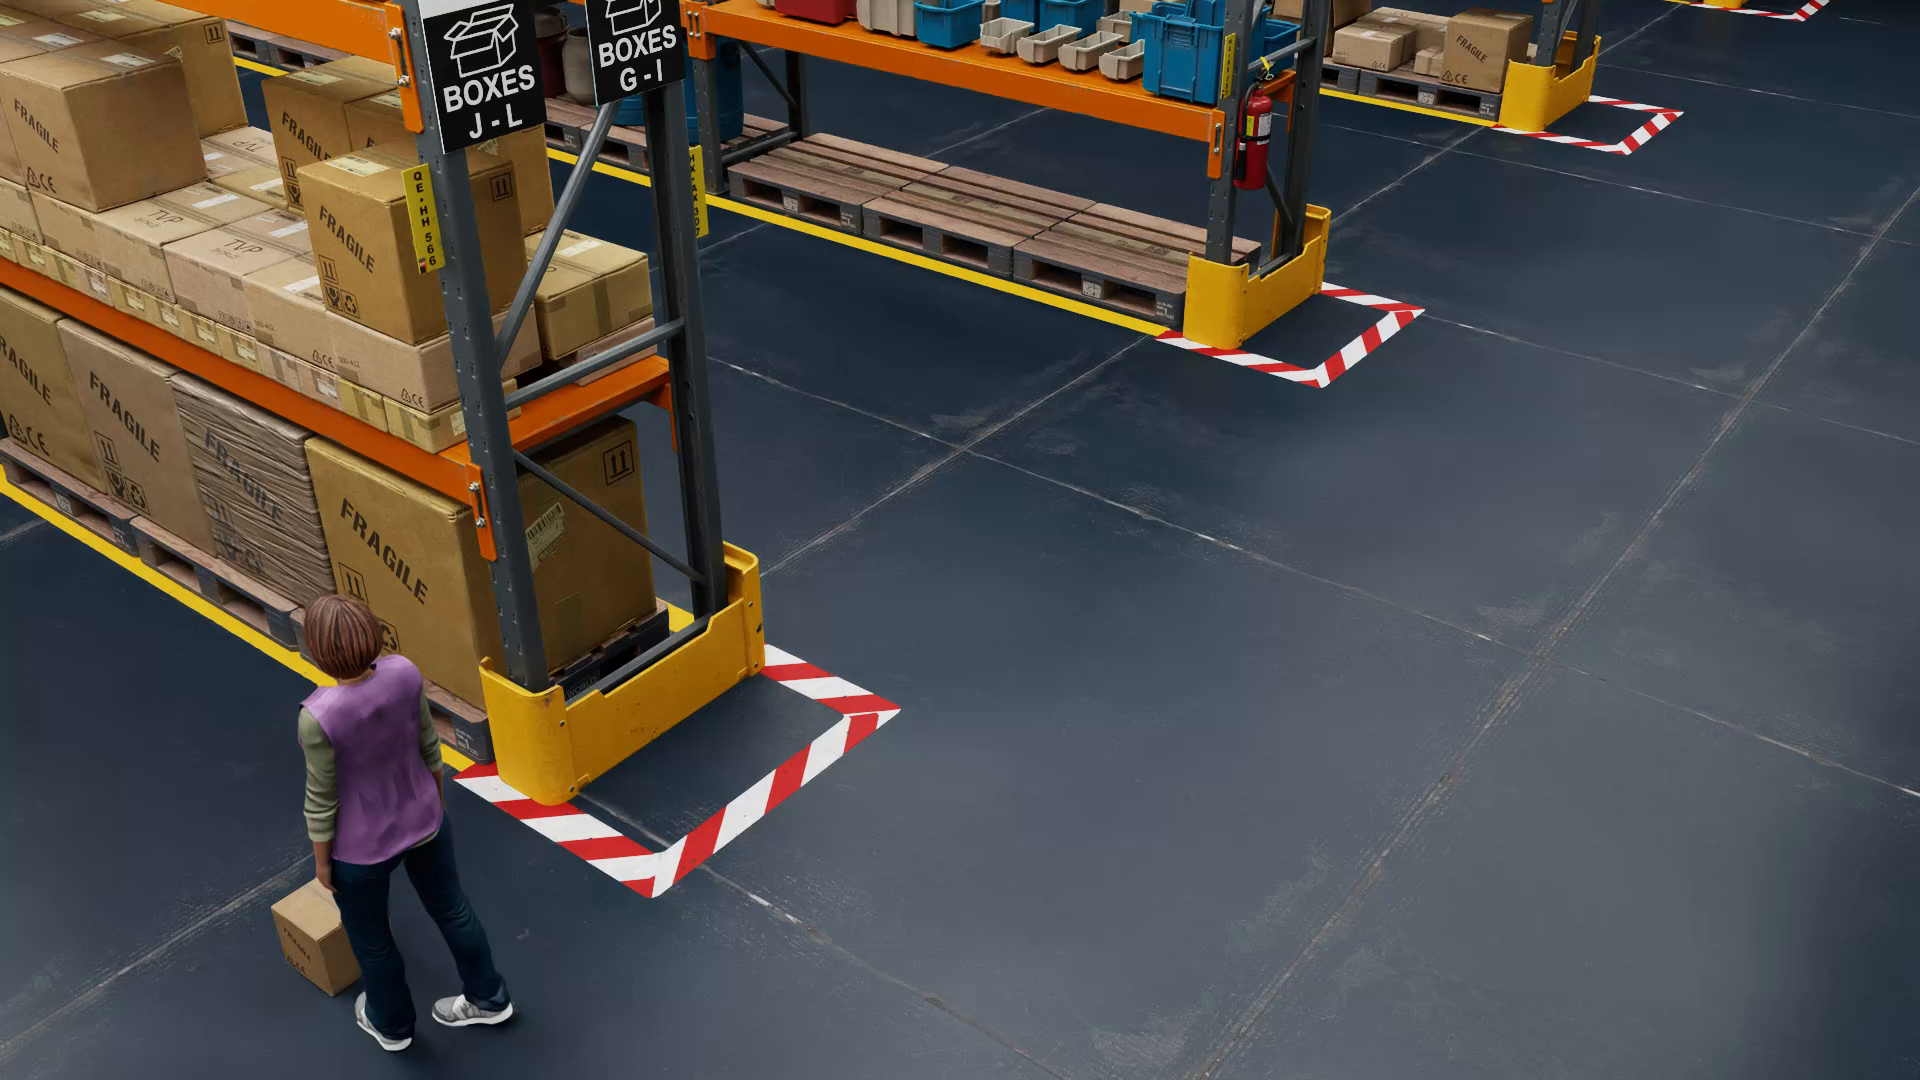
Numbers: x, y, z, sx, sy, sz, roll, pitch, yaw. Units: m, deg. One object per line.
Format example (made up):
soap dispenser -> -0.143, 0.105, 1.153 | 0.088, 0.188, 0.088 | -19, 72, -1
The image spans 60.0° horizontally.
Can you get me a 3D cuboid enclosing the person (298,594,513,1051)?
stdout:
person -> -1.667, 0.837, 4.779 | 0.450, 1.616, 0.420 | 23, 38, 33
